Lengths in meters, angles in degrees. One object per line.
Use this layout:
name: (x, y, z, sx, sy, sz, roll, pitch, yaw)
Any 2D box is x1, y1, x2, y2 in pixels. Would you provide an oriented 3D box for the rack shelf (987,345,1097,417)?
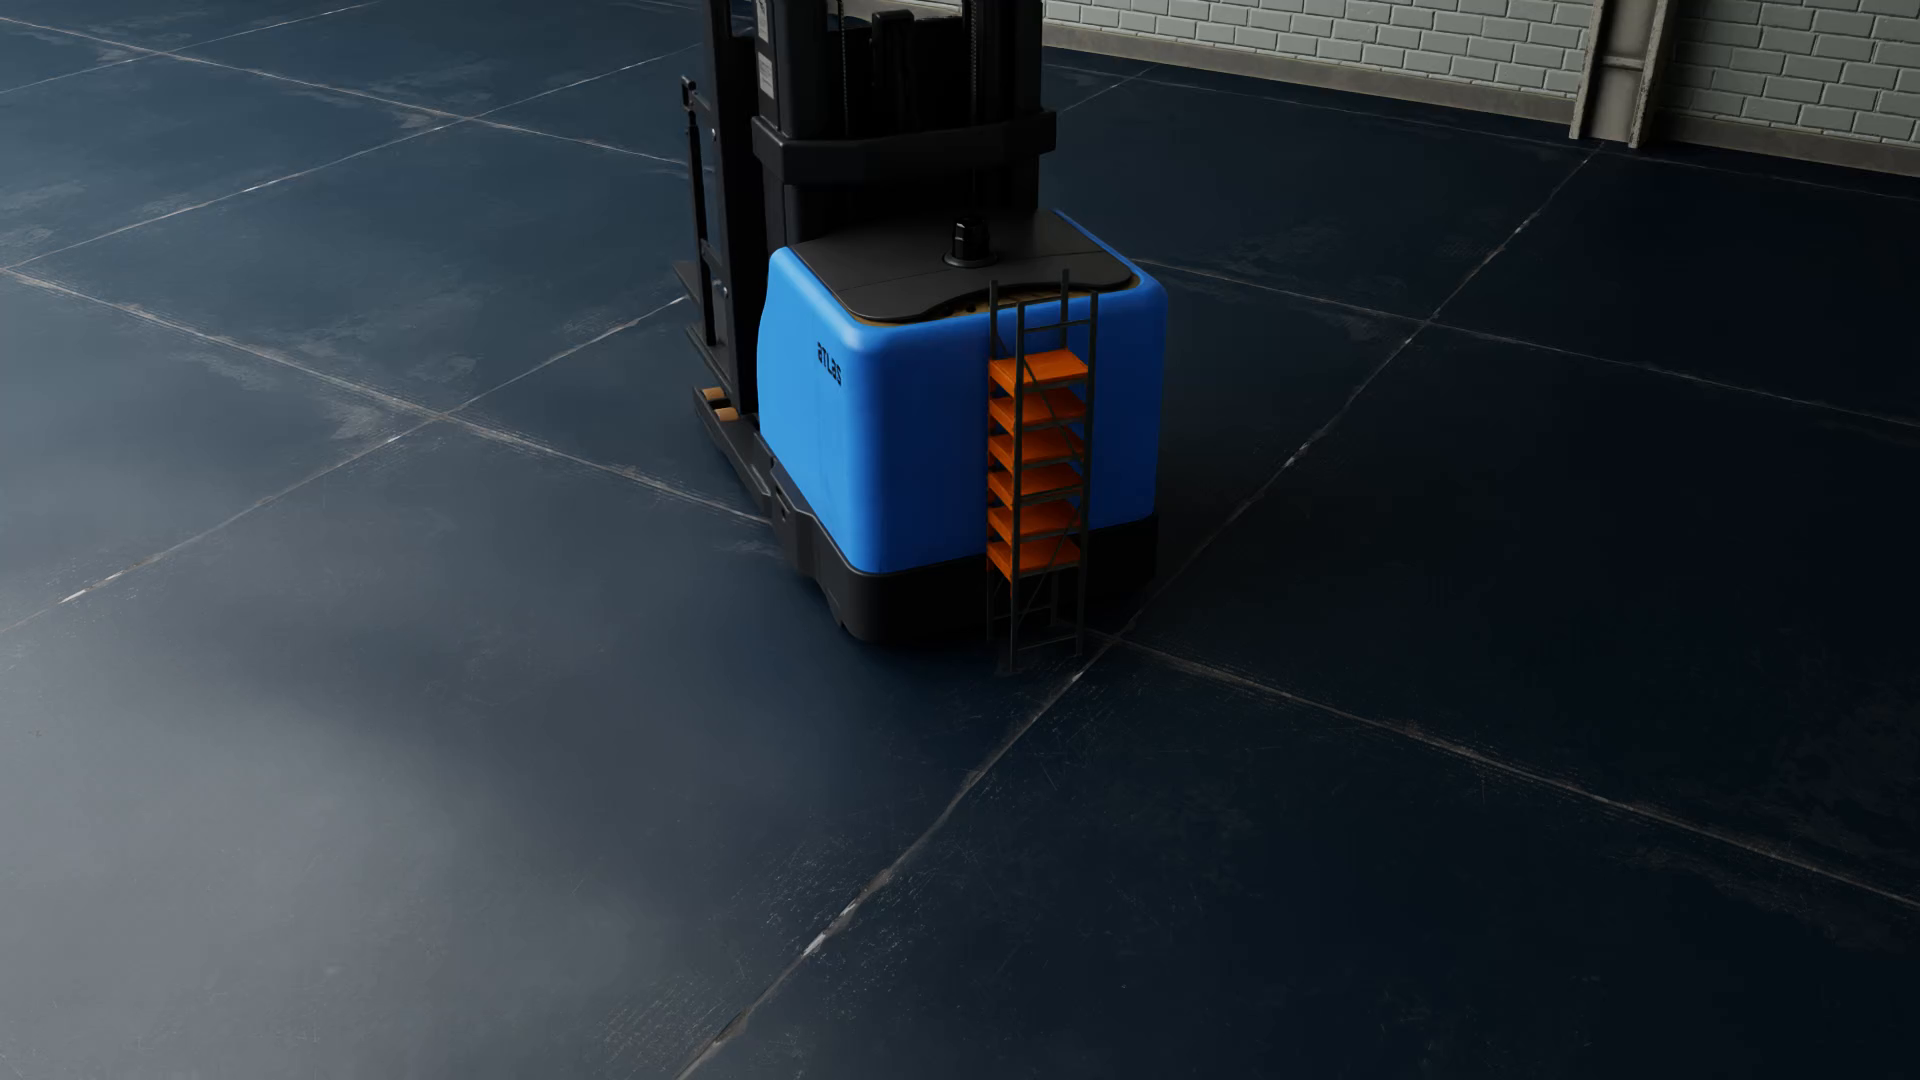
rack shelf: (0.230, -0.452, 4.708, 0.258, 0.103, 0.180, -12, 32, -19)

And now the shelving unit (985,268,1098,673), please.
shelving unit: (0.230, -0.179, 4.867, 0.258, 1.200, 0.189, -12, 32, -19)

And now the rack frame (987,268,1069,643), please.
rack frame: (0.195, -0.222, 4.940, 0.240, 1.200, 0.006, -12, 32, -19)

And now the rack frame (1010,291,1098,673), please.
rack frame: (0.265, -0.137, 4.794, 0.240, 1.200, 0.006, -12, 32, -19)

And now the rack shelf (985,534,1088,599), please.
rack shelf: (0.230, 0.066, 5.010, 0.258, 0.103, 0.180, -12, 32, -19)

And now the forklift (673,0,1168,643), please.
forklift: (-0.393, -1.678, 5.717, 1.130, 2.935, 3.031, -12, 32, -19)

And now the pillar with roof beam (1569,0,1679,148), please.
pillar with roof beam: (1.555, -4.437, 4.426, 0.400, 9.000, 9.100, 18, 35, 27)

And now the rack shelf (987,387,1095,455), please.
rack shelf: (0.230, -0.348, 4.768, 0.258, 0.103, 0.180, -12, 32, -19)

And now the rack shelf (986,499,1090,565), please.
rack shelf: (0.230, -0.037, 4.949, 0.258, 0.103, 0.180, -12, 32, -19)

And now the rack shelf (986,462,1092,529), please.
rack shelf: (0.230, -0.141, 4.889, 0.258, 0.103, 0.180, -12, 32, -19)

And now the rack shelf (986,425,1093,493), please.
rack shelf: (0.230, -0.245, 4.829, 0.258, 0.103, 0.180, -12, 32, -19)
